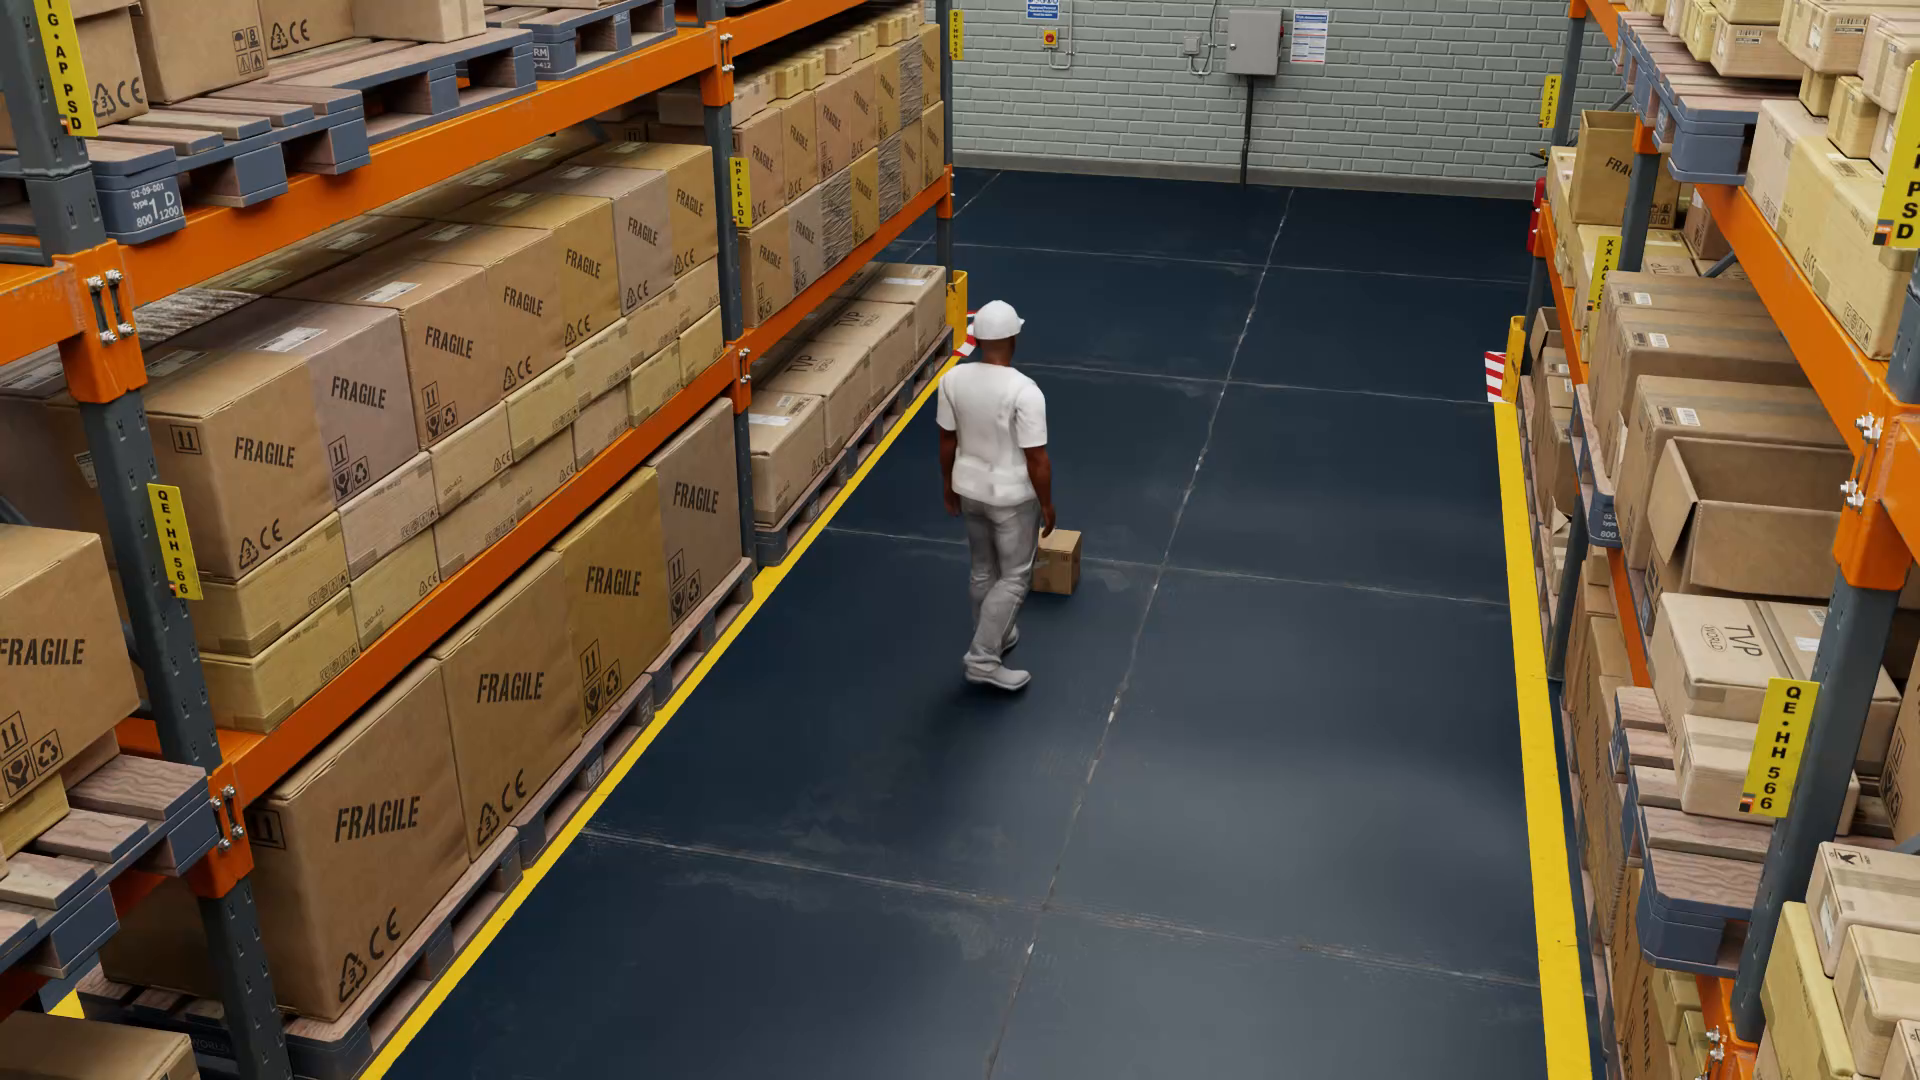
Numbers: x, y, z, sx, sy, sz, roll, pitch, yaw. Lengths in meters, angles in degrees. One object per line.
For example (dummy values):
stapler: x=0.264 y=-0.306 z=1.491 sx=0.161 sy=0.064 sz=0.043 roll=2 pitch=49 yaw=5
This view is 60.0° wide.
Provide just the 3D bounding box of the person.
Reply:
person: x=0.155 y=-0.208 z=7.516 sx=0.579 sy=1.771 sz=0.599 roll=20 pitch=32 yaw=36
